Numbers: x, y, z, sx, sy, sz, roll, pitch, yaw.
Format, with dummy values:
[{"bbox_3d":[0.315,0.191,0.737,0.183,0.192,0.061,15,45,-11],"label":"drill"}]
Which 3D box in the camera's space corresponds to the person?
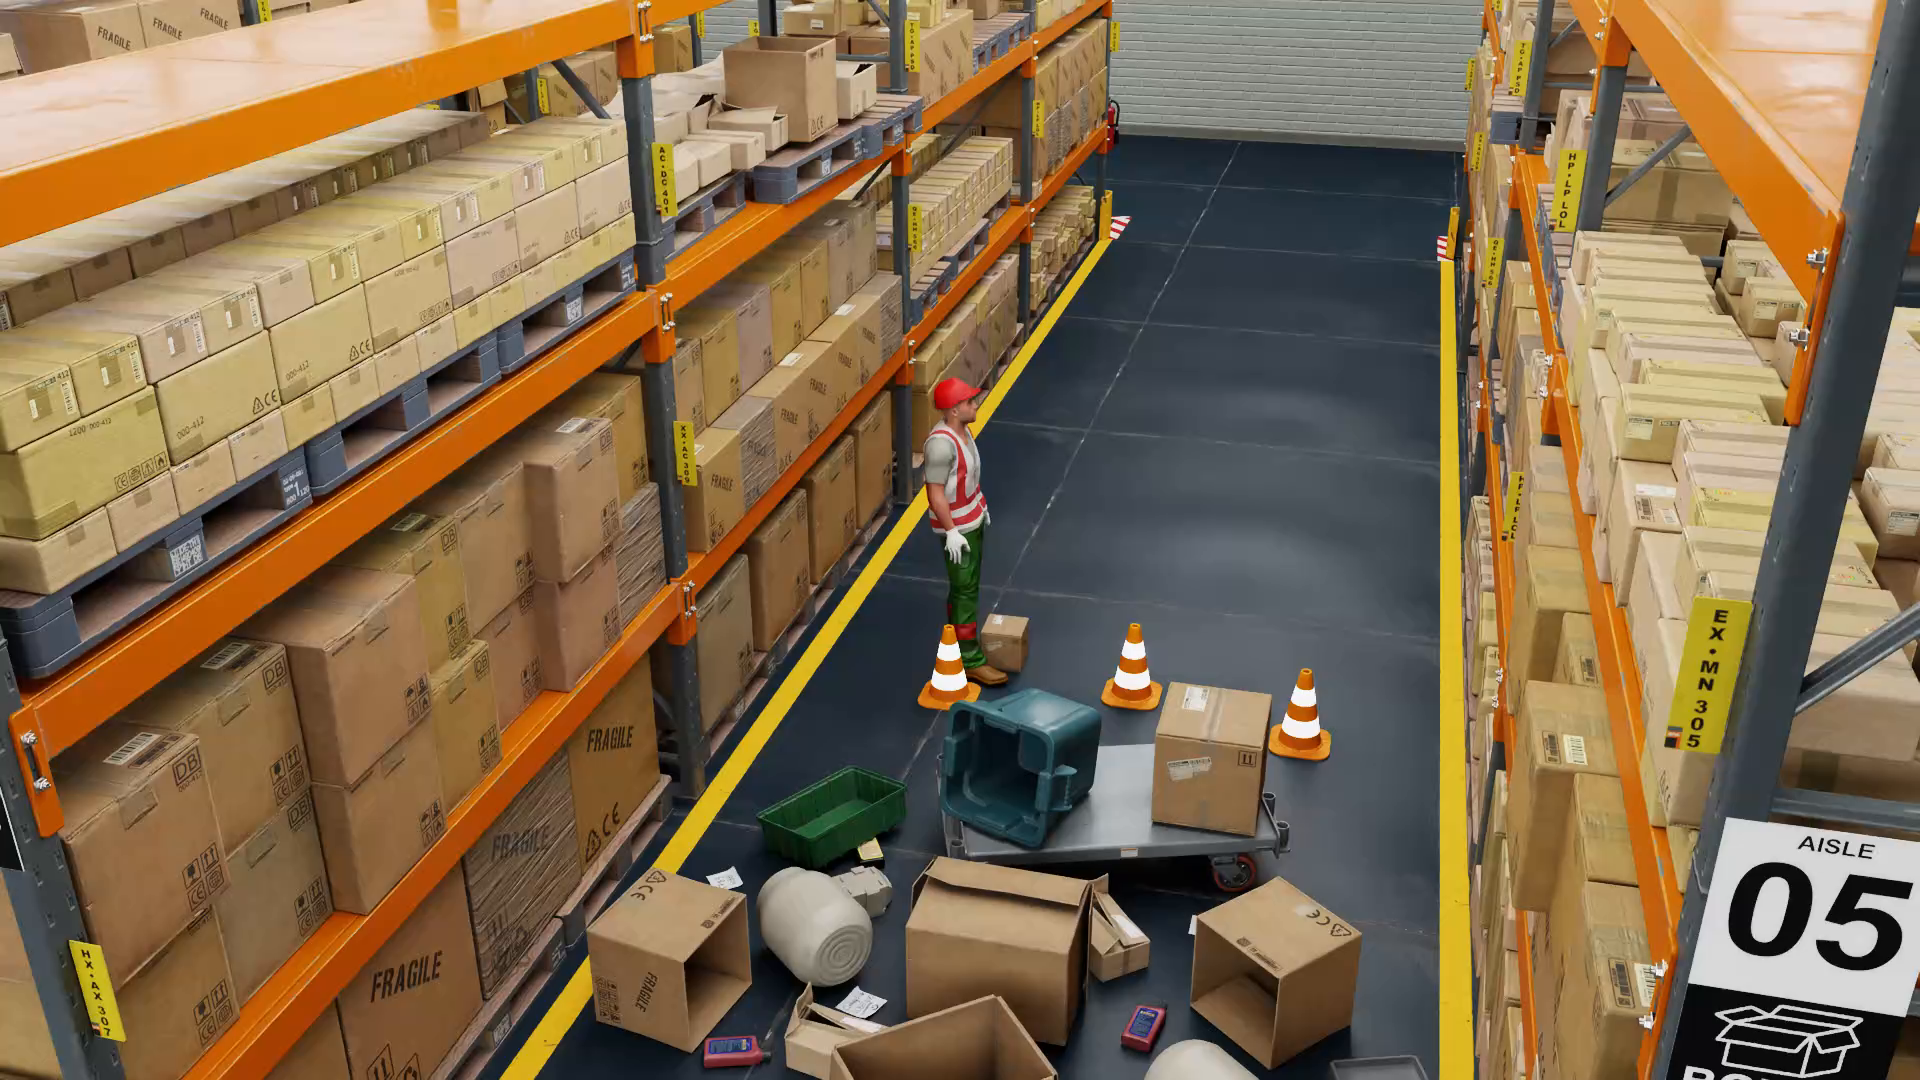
[{"bbox_3d":[0.079,-0.080,9.835,0.562,1.790,0.637,6,26,13],"label":"person"}]
